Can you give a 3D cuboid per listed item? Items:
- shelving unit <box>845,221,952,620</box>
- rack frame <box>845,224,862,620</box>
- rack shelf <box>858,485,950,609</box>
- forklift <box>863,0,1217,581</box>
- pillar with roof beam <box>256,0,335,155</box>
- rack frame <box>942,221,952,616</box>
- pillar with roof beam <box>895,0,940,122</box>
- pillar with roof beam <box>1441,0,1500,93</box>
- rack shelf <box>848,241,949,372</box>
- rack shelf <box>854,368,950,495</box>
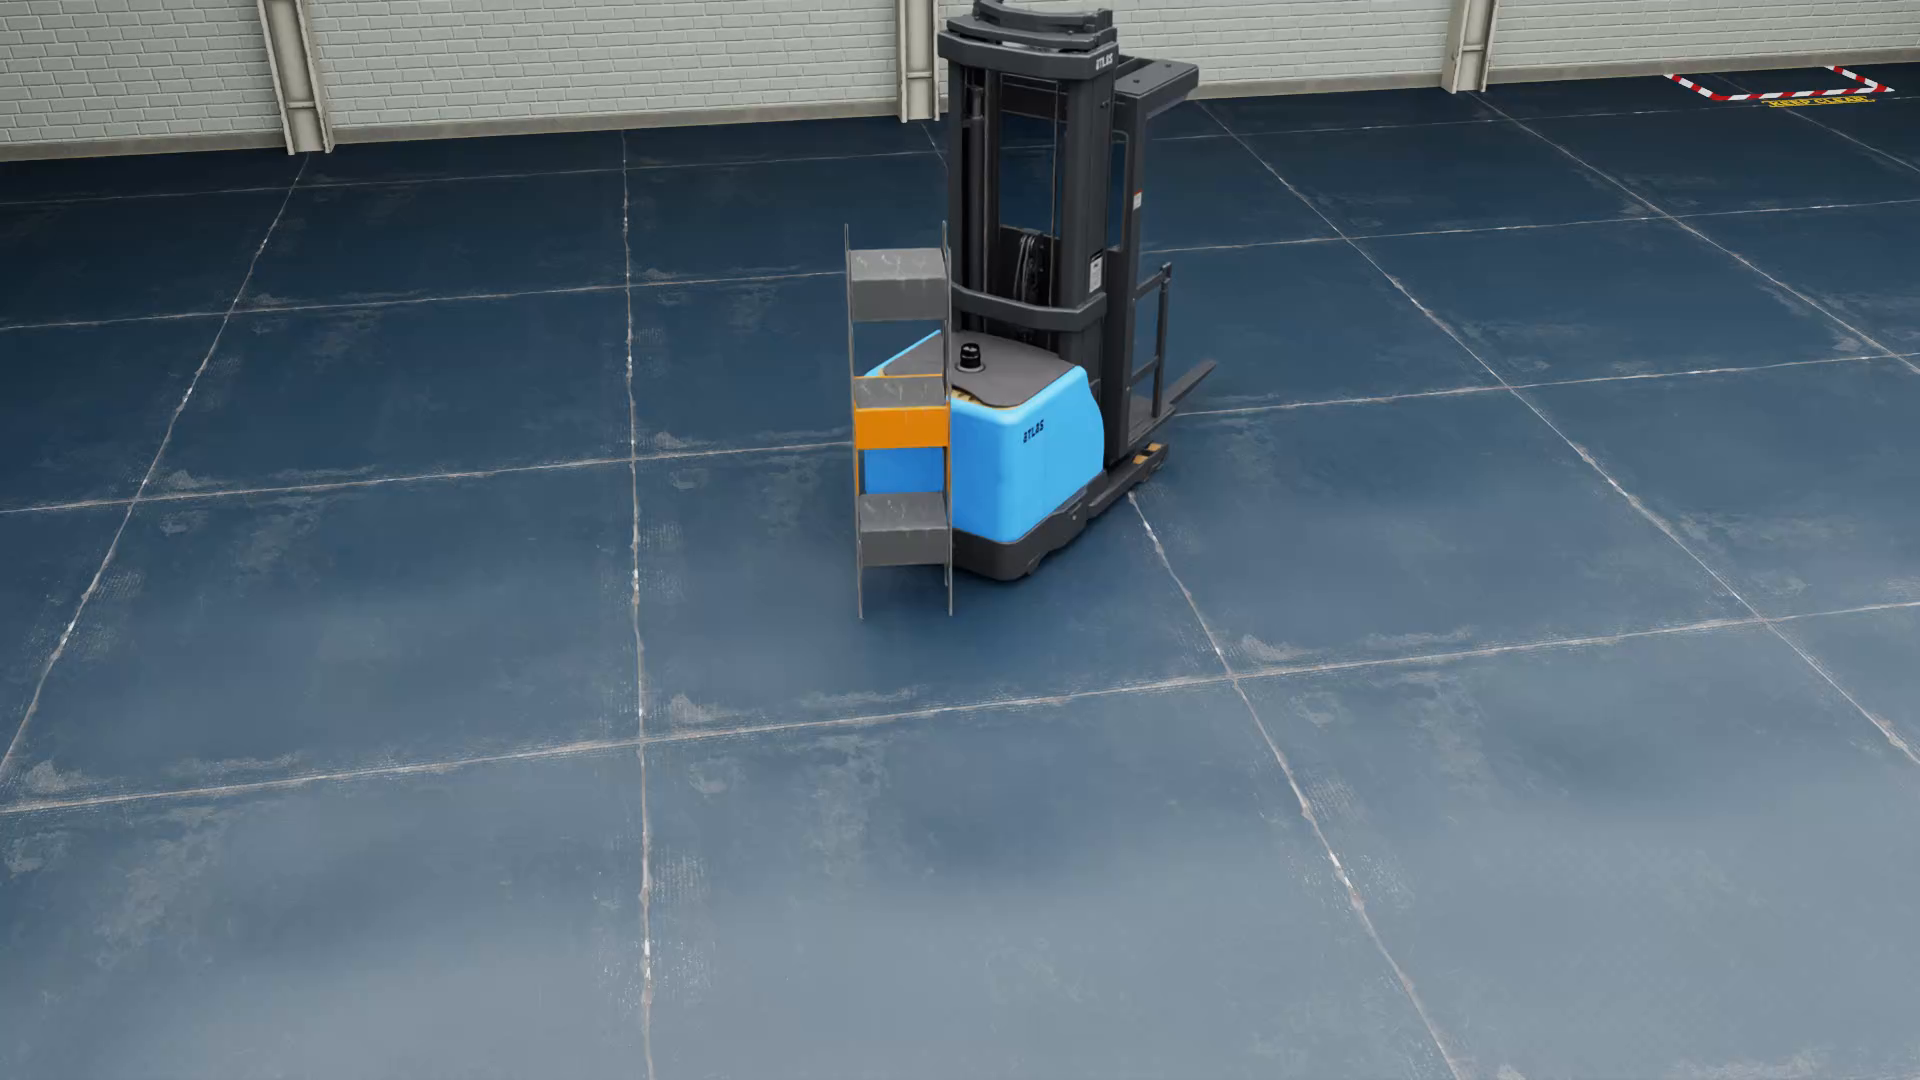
[{"bbox_3d":[-0.309,-0.581,8.667,0.503,2.100,0.431,-2,31,-4],"label":"shelving unit"},{"bbox_3d":[-0.553,-0.571,8.650,0.015,2.100,0.400,-2,31,-4],"label":"rack frame"},{"bbox_3d":[-0.309,0.034,9.029,0.480,0.518,0.431,-2,31,-4],"label":"rack shelf"},{"bbox_3d":[0.662,-1.744,9.824,1.130,2.935,3.031,18,35,28],"label":"forklift"},{"bbox_3d":[-5.557,-5.553,10.316,0.400,9.000,9.100,-5,31,-9],"label":"pillar with roof beam"},{"bbox_3d":[-0.066,-0.591,8.683,0.015,2.100,0.400,-2,31,-4],"label":"rack frame"},{"bbox_3d":[0.345,-6.101,11.248,0.400,9.000,9.100,-5,31,-9],"label":"pillar with roof beam"},{"bbox_3d":[6.247,-6.649,12.180,0.400,9.000,9.100,-5,31,-9],"label":"pillar with roof beam"},{"bbox_3d":[-0.309,-1.173,8.319,0.480,0.518,0.431,-2,31,-4],"label":"rack shelf"},{"bbox_3d":[-0.309,-0.569,8.674,0.480,0.518,0.431,-2,31,-4],"label":"rack shelf"}]
